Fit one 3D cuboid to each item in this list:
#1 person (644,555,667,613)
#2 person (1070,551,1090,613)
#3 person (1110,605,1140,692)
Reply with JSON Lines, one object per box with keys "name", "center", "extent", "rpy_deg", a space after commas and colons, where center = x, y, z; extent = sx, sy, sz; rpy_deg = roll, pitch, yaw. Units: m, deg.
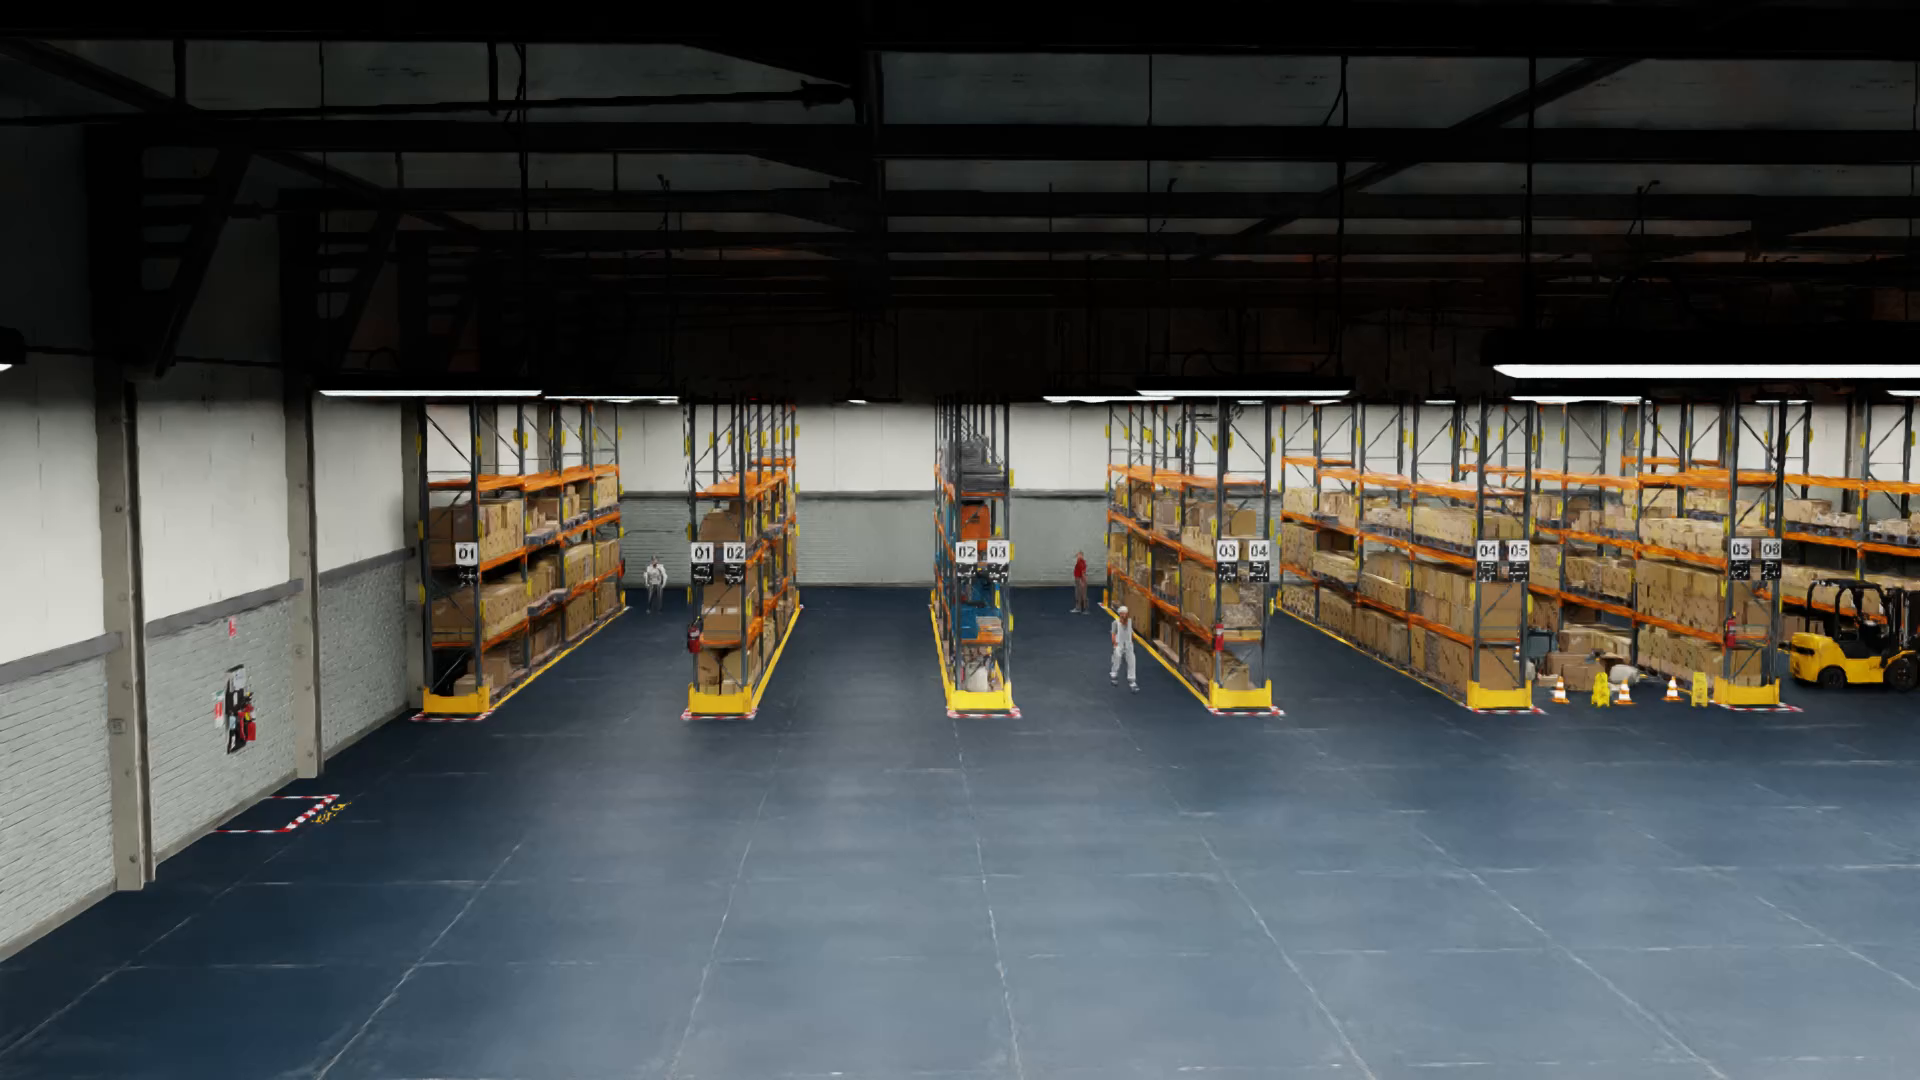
{"name": "person", "center": [-8.452, 1.218, 46.183], "extent": [0.628, 1.632, 0.512], "rpy_deg": [0, 5, -5]}
{"name": "person", "center": [3.349, 1.160, 46.118], "extent": [0.499, 1.716, 0.638], "rpy_deg": [-1, 5, -7]}
{"name": "person", "center": [3.281, 2.170, 33.436], "extent": [0.528, 1.728, 1.032], "rpy_deg": [-1, 5, -11]}
